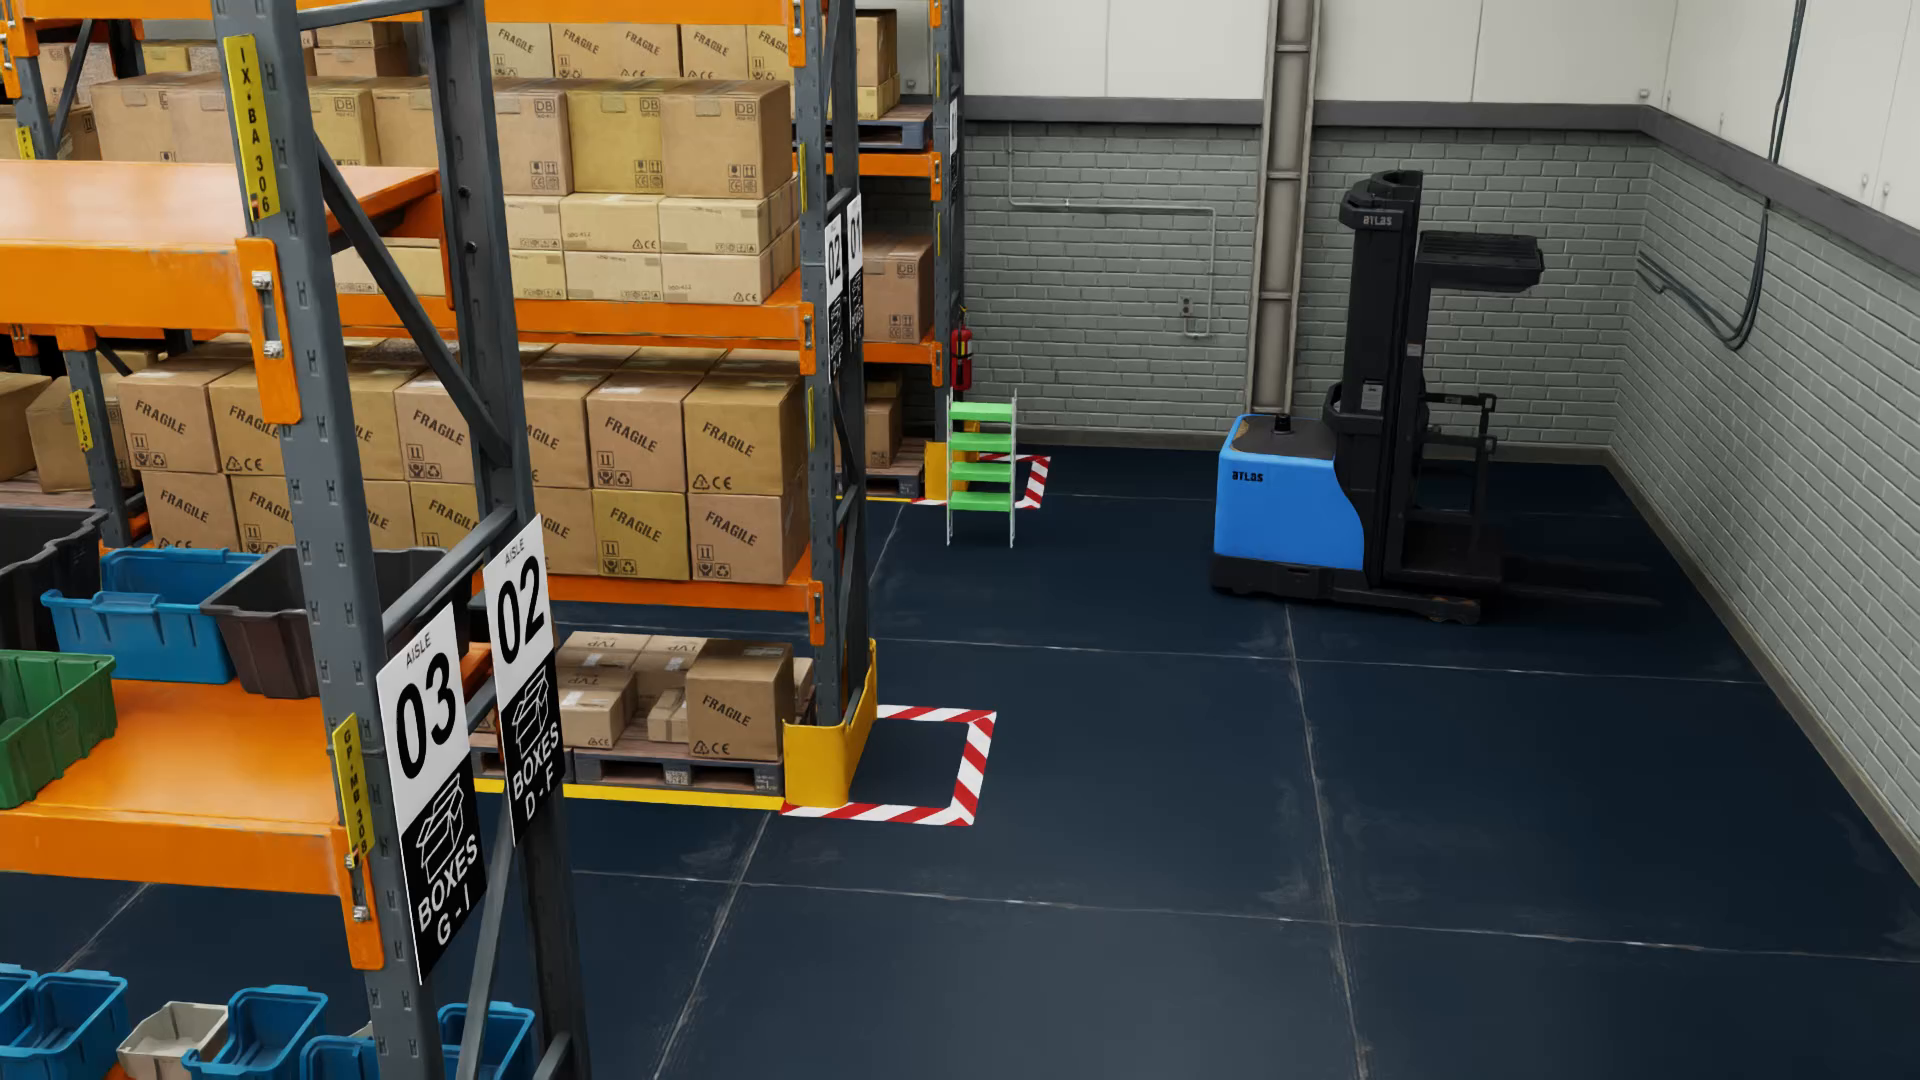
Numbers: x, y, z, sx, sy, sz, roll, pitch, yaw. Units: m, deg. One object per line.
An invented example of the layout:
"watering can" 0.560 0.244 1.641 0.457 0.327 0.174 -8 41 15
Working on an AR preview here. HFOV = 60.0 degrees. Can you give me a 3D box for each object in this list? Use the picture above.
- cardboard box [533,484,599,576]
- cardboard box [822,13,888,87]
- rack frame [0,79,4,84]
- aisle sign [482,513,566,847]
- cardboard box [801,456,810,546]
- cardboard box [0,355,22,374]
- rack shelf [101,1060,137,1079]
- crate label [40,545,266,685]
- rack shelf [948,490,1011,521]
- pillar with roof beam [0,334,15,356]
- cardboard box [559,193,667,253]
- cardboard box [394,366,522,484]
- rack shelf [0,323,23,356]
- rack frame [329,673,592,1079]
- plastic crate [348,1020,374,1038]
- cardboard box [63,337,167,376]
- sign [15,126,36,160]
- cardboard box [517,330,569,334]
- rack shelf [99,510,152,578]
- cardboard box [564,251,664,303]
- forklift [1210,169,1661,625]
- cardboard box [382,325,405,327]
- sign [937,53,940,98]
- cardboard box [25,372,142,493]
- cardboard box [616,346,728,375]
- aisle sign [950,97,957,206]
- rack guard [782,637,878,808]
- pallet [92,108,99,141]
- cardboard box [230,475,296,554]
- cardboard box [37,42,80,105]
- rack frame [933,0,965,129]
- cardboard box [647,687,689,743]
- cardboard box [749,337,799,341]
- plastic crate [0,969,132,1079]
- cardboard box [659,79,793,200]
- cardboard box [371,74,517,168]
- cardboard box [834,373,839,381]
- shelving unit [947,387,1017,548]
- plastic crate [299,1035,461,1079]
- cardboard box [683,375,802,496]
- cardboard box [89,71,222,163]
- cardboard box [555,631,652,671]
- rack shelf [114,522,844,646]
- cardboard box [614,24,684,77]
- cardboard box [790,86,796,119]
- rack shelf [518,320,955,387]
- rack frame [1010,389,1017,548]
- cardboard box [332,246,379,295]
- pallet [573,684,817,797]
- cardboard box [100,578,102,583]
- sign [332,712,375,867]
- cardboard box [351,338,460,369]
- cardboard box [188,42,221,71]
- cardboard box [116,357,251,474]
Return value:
"cardboard box" -2.151 -0.138 9.074 0.500 0.500 0.500 3 22 7
"cardboard box" -0.843 -3.784 12.828 0.500 0.500 0.500 2 22 6
"rack frame" -8.029 -5.072 13.529 0.127 3.000 1.000 2 22 6
"aisle sign" -1.144 0.367 4.396 0.004 0.787 0.394 2 22 6
"cardboard box" -1.073 -0.289 9.455 0.500 0.500 0.500 3 22 7
"cardboard box" -8.750 -1.336 15.042 0.500 0.500 0.700 3 22 7
"rack shelf" -3.236 1.929 4.959 4.000 0.370 1.077 2 22 6
"crate label" -2.128 0.197 4.483 0.502 0.251 0.408 2 22 6
"rack shelf" 0.164 -0.268 12.813 0.480 0.148 0.258 2 22 6
"pillar with roof beam" -9.725 -3.872 10.495 0.400 9.000 9.100 2 22 6
"cardboard box" -1.700 -1.636 8.441 0.500 0.250 0.500 2 22 6
"cardboard box" -2.665 -0.622 8.937 0.500 0.500 0.500 3 22 8
"rack shelf" -10.015 -2.034 14.983 4.000 0.370 1.077 2 22 6
"rack frame" -1.250 1.681 4.608 0.127 3.000 1.000 2 22 6
"plastic crate" -1.766 1.601 5.088 0.298 0.136 0.250 2 22 6
"cardboard box" -7.314 -1.398 14.749 0.750 0.750 0.750 2 22 6
"sign" -4.698 -1.916 8.388 0.005 0.325 0.100 2 22 6
"cardboard box" -3.520 -2.219 14.065 0.700 0.700 0.980 3 22 7
"rack shelf" -6.622 -0.052 9.971 4.000 0.370 1.077 2 22 6
"cardboard box" -1.700 -1.404 8.535 0.500 0.250 0.500 2 22 6
"forklift" 3.376 -0.996 11.472 3.031 2.935 1.130 6 22 15
"cardboard box" -4.679 -1.915 14.018 0.250 0.149 0.380 3 22 7
"sign" -0.162 -3.508 12.557 0.005 0.325 0.100 2 22 6
"cardboard box" -5.080 -0.644 9.782 0.500 0.500 0.700 -5 22 -12
"cardboard box" -1.593 -0.774 9.322 0.500 0.500 0.500 3 22 7
"aisle sign" -0.048 -3.032 12.994 0.004 0.787 0.394 2 22 6
"rack guard" -0.739 1.032 9.650 0.348 0.500 1.175 2 22 6
"pallet" -7.383 -3.581 14.094 1.003 0.211 1.213 3 22 9
"cardboard box" -3.653 -0.204 9.241 0.500 0.500 0.500 3 22 7
"cardboard box" -7.550 -3.928 13.983 0.500 0.500 0.700 1 22 2
"rack frame" -0.084 -4.726 12.654 0.127 3.000 1.000 2 22 6
"cardboard box" -1.624 1.002 9.581 0.250 0.166 0.380 2 22 6
"cardboard box" -1.316 -2.121 13.818 0.700 0.700 0.980 2 22 6
"plastic crate" -2.764 1.543 5.103 0.300 0.233 0.416 2 22 6
"cardboard box" -1.176 -2.050 8.469 0.500 0.500 0.700 2 22 6
"cardboard box" -2.657 -2.141 8.699 0.500 0.500 0.700 2 22 6
"cardboard box" -1.147 -1.353 14.230 0.250 0.149 0.380 3 22 6
"shelving unit" 0.164 -0.551 12.701 0.503 1.200 0.258 2 22 6
"plastic crate" -1.605 1.691 4.454 0.499 0.435 0.616 2 22 6
"cardboard box" -1.138 -0.558 8.774 0.500 0.500 0.500 2 22 6
"cardboard box" -4.148 -2.200 8.848 0.500 0.500 0.700 2 22 6
"cardboard box" -2.163 0.777 10.037 0.500 0.250 0.500 2 22 6
"rack shelf" -2.650 0.121 9.533 4.000 0.370 1.077 2 22 6
"cardboard box" -2.379 -3.852 13.001 0.500 0.500 0.500 3 22 7
"cardboard box" -1.360 -3.460 13.028 0.500 0.250 0.500 2 22 4
"rack shelf" -2.070 -1.688 14.108 4.000 0.370 1.077 2 22 6
"rack frame" 0.407 -0.540 12.674 0.015 1.200 0.240 2 22 6
"cardboard box" -3.190 -1.469 8.699 0.500 0.250 0.500 2 22 6
"pallet" -1.531 1.132 9.789 1.213 0.211 1.003 2 22 6
"cardboard box" -5.619 0.529 10.324 0.500 0.500 0.500 3 22 7
"sign" -1.299 0.536 3.566 0.005 0.325 0.100 2 22 6
"cardboard box" -3.094 -0.841 9.492 0.500 0.500 0.500 3 22 7
"cardboard box" -5.968 -3.879 13.857 0.500 0.500 0.700 2 22 6
"cardboard box" -4.201 -0.689 9.106 0.500 0.500 0.500 3 22 8
